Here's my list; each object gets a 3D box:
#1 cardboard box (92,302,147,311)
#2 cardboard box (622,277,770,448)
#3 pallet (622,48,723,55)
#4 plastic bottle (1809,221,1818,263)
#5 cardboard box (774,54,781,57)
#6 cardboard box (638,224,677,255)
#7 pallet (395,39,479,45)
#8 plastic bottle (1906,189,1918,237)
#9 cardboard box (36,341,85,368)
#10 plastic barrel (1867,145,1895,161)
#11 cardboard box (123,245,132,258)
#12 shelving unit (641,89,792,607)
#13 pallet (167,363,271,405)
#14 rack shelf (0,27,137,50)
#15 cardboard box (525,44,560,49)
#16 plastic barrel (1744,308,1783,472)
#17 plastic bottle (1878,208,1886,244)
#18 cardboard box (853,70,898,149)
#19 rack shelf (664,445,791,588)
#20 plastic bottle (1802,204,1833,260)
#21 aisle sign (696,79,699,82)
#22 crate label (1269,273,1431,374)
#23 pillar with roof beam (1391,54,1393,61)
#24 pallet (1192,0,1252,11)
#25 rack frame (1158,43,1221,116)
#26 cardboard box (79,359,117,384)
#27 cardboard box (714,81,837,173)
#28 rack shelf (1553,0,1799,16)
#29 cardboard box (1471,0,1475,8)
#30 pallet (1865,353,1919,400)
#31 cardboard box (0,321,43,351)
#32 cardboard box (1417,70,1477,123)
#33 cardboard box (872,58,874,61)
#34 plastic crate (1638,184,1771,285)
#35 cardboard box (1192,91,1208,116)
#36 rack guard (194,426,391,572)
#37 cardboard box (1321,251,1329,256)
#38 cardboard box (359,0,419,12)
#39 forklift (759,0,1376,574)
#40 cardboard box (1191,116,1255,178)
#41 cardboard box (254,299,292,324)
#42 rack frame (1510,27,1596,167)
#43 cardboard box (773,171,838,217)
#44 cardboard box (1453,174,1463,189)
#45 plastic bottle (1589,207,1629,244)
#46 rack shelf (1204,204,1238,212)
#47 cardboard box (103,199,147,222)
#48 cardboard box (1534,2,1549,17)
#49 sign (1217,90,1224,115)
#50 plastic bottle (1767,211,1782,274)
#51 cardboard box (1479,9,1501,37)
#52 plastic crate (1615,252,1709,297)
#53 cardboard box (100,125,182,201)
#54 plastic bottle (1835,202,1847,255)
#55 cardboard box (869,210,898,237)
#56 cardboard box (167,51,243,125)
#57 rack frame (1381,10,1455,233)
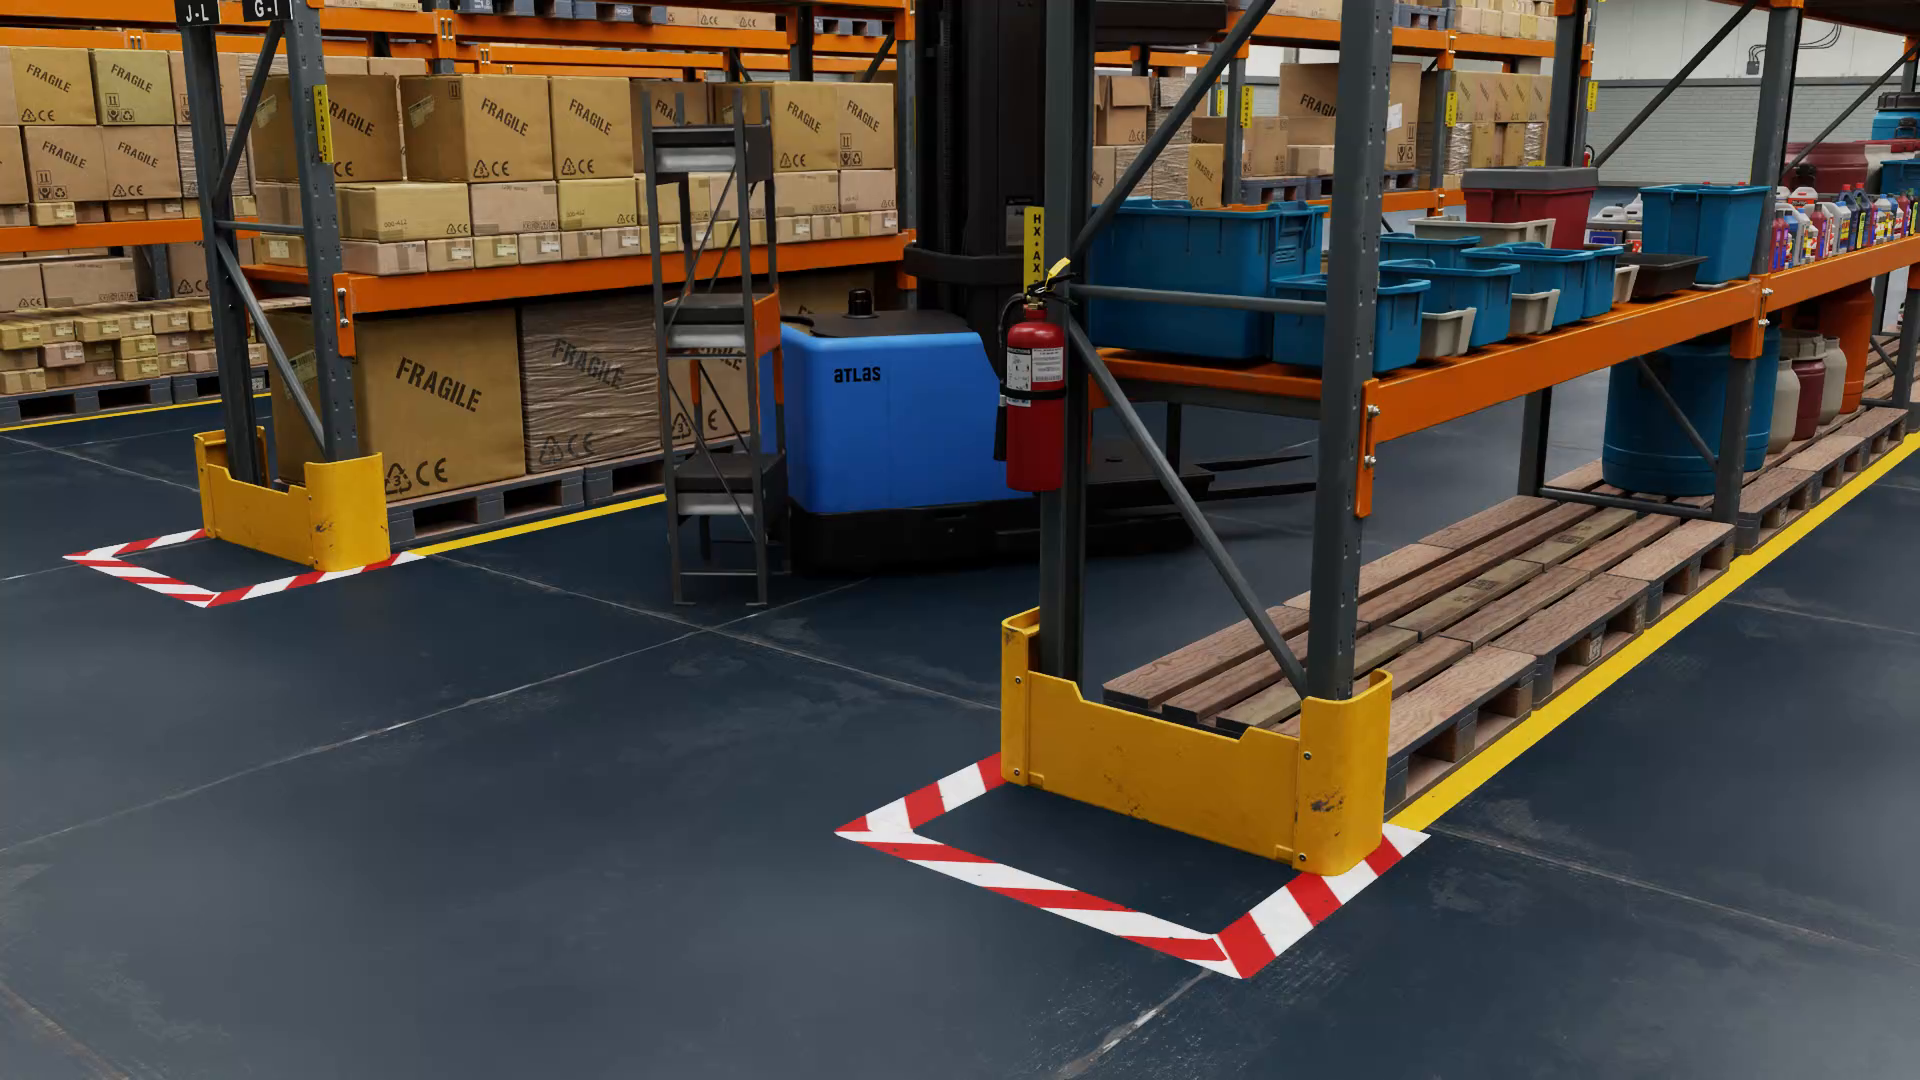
[{"bbox_3d":[-6.238,-1.674,12.351,0.380,0.149,0.250,12,19,40],"label":"cardboard box"},{"bbox_3d":[-1.712,-1.082,9.752,0.875,0.875,0.875,11,18,38],"label":"cardboard box"},{"bbox_3d":[-3.820,-6.521,21.990,1.213,0.211,1.003,11,18,38],"label":"pallet"},{"bbox_3d":[4.217,-1.487,8.286,0.097,0.201,0.097,0,14,0],"label":"plastic bottle"},{"bbox_3d":[-2.684,-6.720,22.901,0.380,0.149,0.250,11,18,38],"label":"cardboard box"},{"bbox_3d":[-1.738,-1.618,8.911,0.380,0.149,0.250,11,18,36],"label":"cardboard box"},{"bbox_3d":[-6.226,-5.725,18.857,1.213,0.211,1.003,12,19,40],"label":"pallet"},{"bbox_3d":[5.775,-1.994,10.117,0.061,0.283,0.133,11,18,38],"label":"plastic bottle"},{"bbox_3d":[-6.232,-1.286,11.424,0.380,0.149,0.250,11,18,37],"label":"cardboard box"},{"bbox_3d":[6.443,-2.559,11.877,0.421,0.512,0.421,0,14,0],"label":"plastic barrel"},{"bbox_3d":[-10.786,-3.842,21.378,0.500,0.500,0.500,10,18,36],"label":"cardboard box"},{"bbox_3d":[-1.003,-0.801,6.987,0.431,2.100,0.503,0,15,6],"label":"shelving unit"},{"bbox_3d":[-5.624,-1.261,12.658,1.003,0.211,1.213,11,18,38],"label":"pallet"},{"bbox_3d":[-9.634,-4.450,14.917,1.077,0.370,4.000,11,18,38],"label":"rack shelf"},{"bbox_3d":[-5.260,-6.176,20.048,0.700,0.500,0.500,11,18,38],"label":"cardboard box"},{"bbox_3d":[3.984,-0.852,8.792,0.600,0.901,0.708,11,18,38],"label":"plastic barrel"},{"bbox_3d":[5.237,-1.798,9.510,0.097,0.201,0.097,0,14,0],"label":"plastic bottle"},{"bbox_3d":[-0.274,-2.853,11.020,0.797,0.503,0.637,11,18,36],"label":"cardboard box"},{"bbox_3d":[-0.989,-0.110,7.165,0.431,0.518,0.480,0,15,6],"label":"rack shelf"},{"bbox_3d":[4.353,-1.575,8.482,0.152,0.276,0.135,11,18,38],"label":"plastic bottle"},{"bbox_3d":[-4.428,-8.021,28.323,0.394,0.787,0.004,11,18,38],"label":"aisle sign"},{"bbox_3d":[1.081,-0.606,4.635,0.416,0.233,0.303,11,18,38],"label":"crate label"},{"bbox_3d":[16.367,-14.786,48.052,9.100,9.000,0.400,11,18,38],"label":"pillar with roof beam"},{"bbox_3d":[1.482,-4.191,12.821,1.213,0.211,1.003,12,19,40],"label":"pallet"},{"bbox_3d":[3.079,-5.279,22.813,1.000,3.000,0.127,11,18,38],"label":"rack frame"},{"bbox_3d":[-6.148,-1.199,11.689,0.380,0.149,0.250,12,18,38],"label":"cardboard box"},{"bbox_3d":[-1.068,-2.405,9.674,0.500,0.500,0.500,11,18,38],"label":"cardboard box"},{"bbox_3d":[1.926,-2.150,5.863,1.077,0.370,4.000,11,18,38],"label":"rack shelf"},{"bbox_3d":[4.917,-5.377,16.599,0.380,0.149,0.250,10,17,35],"label":"cardboard box"},{"bbox_3d":[6.982,-1.217,12.487,1.003,0.211,1.213,11,18,38],"label":"pallet"},{"bbox_3d":[-6.384,-1.373,11.165,0.380,0.149,0.250,10,17,35],"label":"cardboard box"},{"bbox_3d":[4.840,-4.451,16.712,0.500,0.500,0.500,11,18,38],"label":"cardboard box"},{"bbox_3d":[-1.377,-7.110,24.437,0.380,0.149,0.250,11,18,38],"label":"cardboard box"},{"bbox_3d":[3.155,-1.307,7.087,0.392,0.384,0.575,11,18,38],"label":"plastic crate"},{"bbox_3d":[2.815,-5.810,22.405,0.875,0.550,0.550,11,18,38],"label":"cardboard box"},{"bbox_3d":[-3.198,-0.212,7.943,1.175,0.500,0.348,11,18,38],"label":"rack guard"},{"bbox_3d":[3.642,-2.526,16.156,0.700,0.500,0.500,11,18,37],"label":"cardboard box"},{"bbox_3d":[-4.562,-4.227,12.881,0.500,0.250,0.500,12,18,39],"label":"cardboard box"},{"bbox_3d":[0.588,-1.473,7.970,3.031,2.935,1.130,-5,15,-19],"label":"forklift"},{"bbox_3d":[2.153,-3.322,14.052,0.500,0.500,0.500,9,17,31],"label":"cardboard box"},{"bbox_3d":[-5.247,-1.722,12.538,0.380,0.149,0.250,10,18,36],"label":"cardboard box"},{"bbox_3d":[6.873,-4.493,19.715,1.000,3.000,0.127,11,18,38],"label":"rack frame"},{"bbox_3d":[-1.066,-2.041,9.766,0.500,0.250,0.500,12,19,39],"label":"cardboard box"},{"bbox_3d":[4.895,-3.645,16.890,0.380,0.149,0.250,11,18,38],"label":"cardboard box"},{"bbox_3d":[3.180,-1.493,8.161,0.152,0.276,0.135,11,18,38],"label":"plastic bottle"},{"bbox_3d":[0.588,-2.229,12.265,1.077,0.370,4.000,11,18,38],"label":"rack shelf"},{"bbox_3d":[-5.935,-2.322,11.682,0.380,0.149,0.250,11,18,37],"label":"cardboard box"},{"bbox_3d":[6.118,-5.717,17.939,0.380,0.149,0.250,10,17,35],"label":"cardboard box"},{"bbox_3d":[3.492,-5.869,22.300,0.100,0.325,0.005,11,18,38],"label":"sign"},{"bbox_3d":[3.746,-1.376,7.683,0.061,0.283,0.133,11,18,38],"label":"plastic bottle"},{"bbox_3d":[5.170,-5.256,16.934,0.500,0.250,0.500,11,18,37],"label":"cardboard box"},{"bbox_3d":[2.689,-1.068,6.671,0.437,0.125,0.590,11,18,38],"label":"plastic crate"},{"bbox_3d":[-5.846,-2.649,11.653,0.500,0.500,0.500,12,18,38],"label":"cardboard box"},{"bbox_3d":[4.593,-1.635,8.728,0.097,0.271,0.097,0,14,0],"label":"plastic bottle"},{"bbox_3d":[-0.606,-1.964,10.270,0.380,0.149,0.250,11,18,38],"label":"cardboard box"},{"bbox_3d":[-5.515,-3.229,11.905,0.500,0.500,0.500,11,18,36],"label":"cardboard box"},{"bbox_3d":[4.359,-3.726,16.700,1.000,3.000,0.127,11,18,38],"label":"rack frame"}]
